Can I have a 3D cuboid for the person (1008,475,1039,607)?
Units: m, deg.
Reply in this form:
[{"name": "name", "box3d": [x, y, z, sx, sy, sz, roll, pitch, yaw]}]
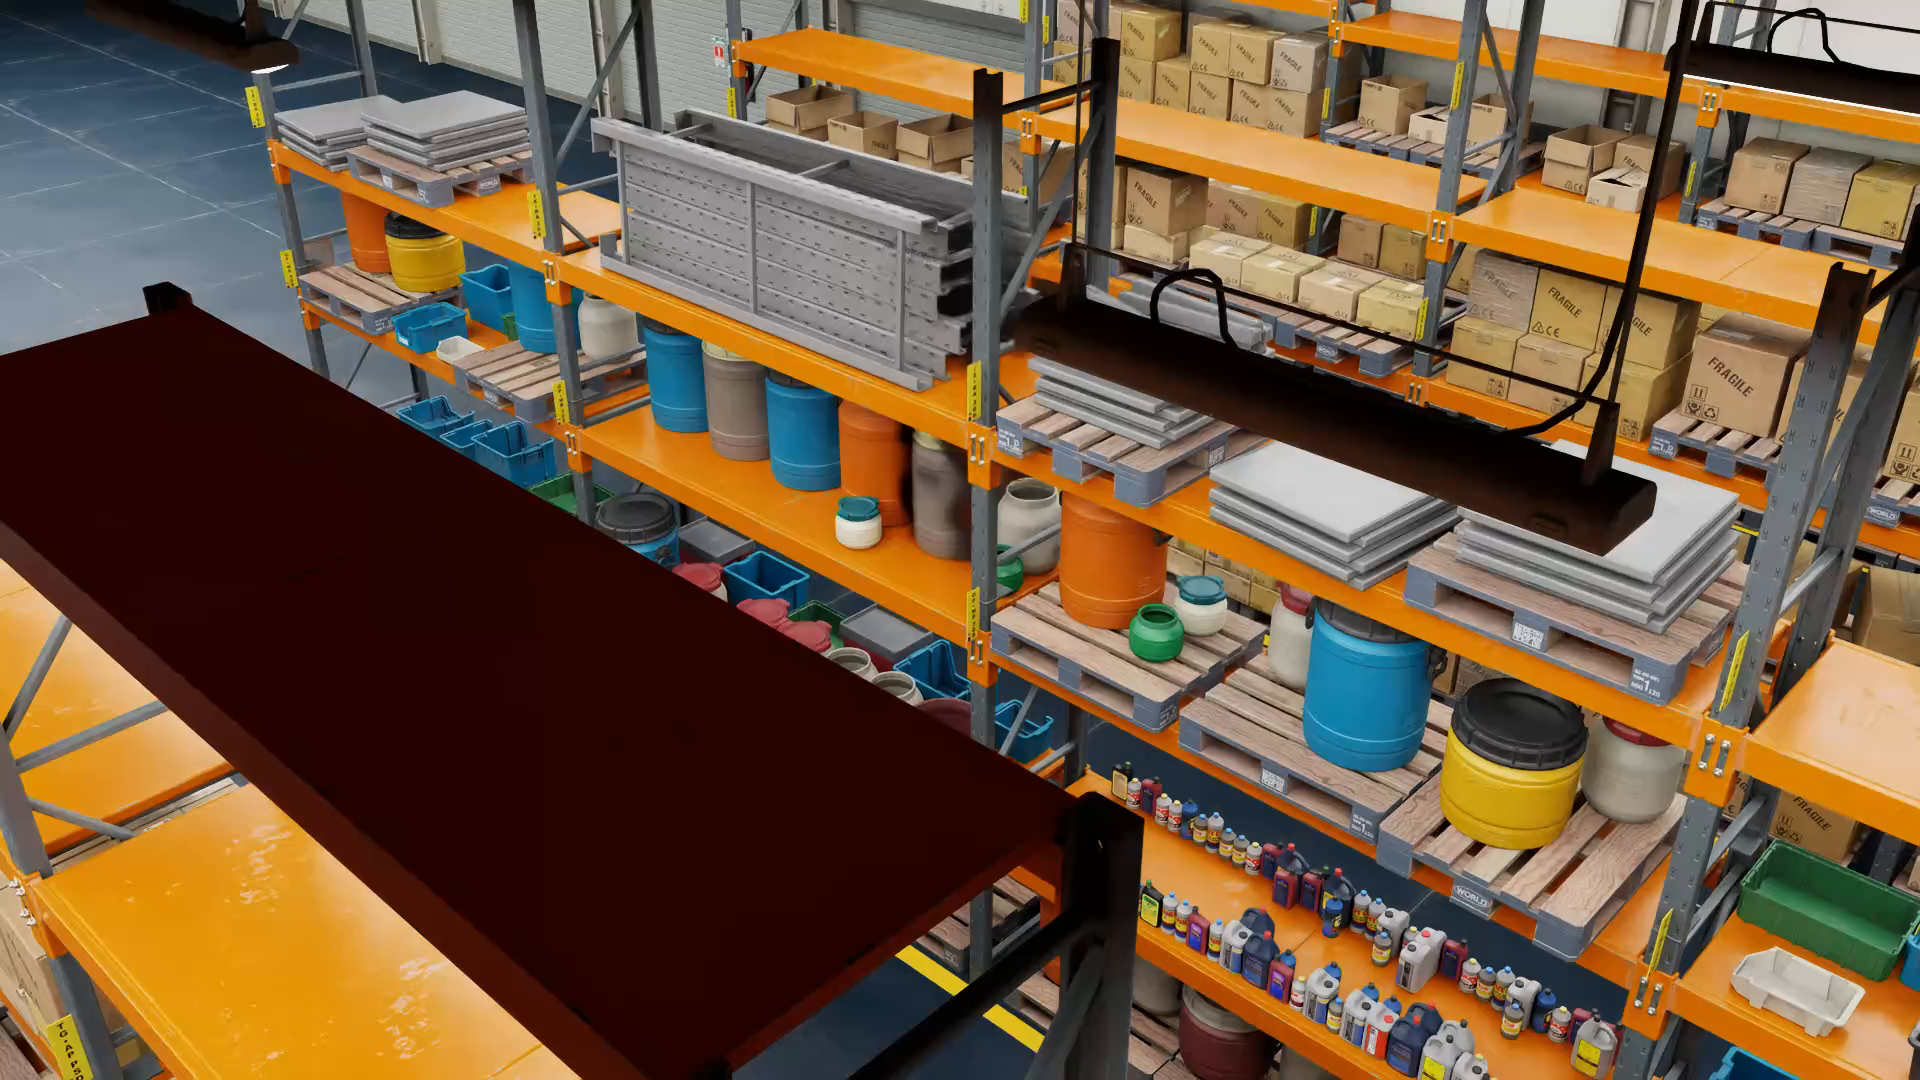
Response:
[{"name": "person", "box3d": [0.652, 0.261, 14.095, 1.047, 1.715, 0.737, 11, 31, 19]}]
